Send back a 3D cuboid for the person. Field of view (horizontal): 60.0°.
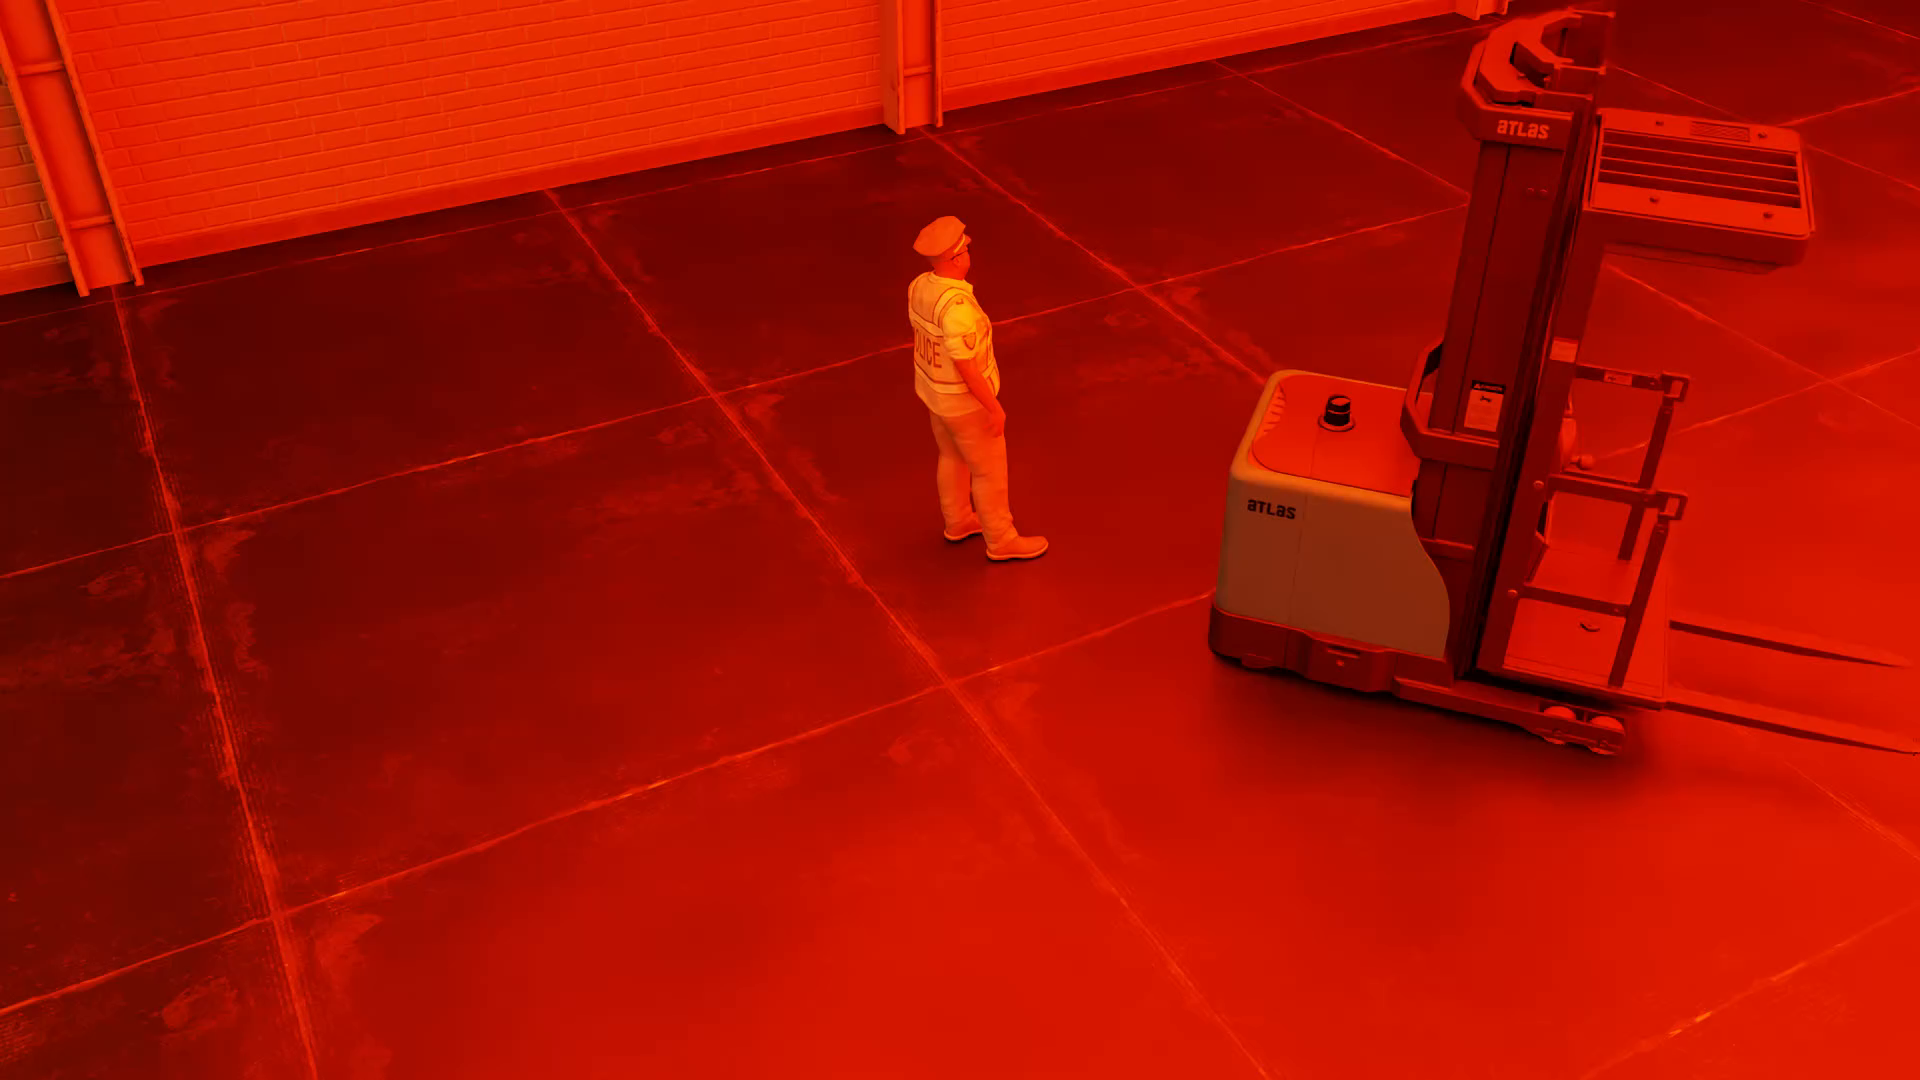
[{"bbox_3d":[0.074,-0.748,8.165,0.575,1.781,0.640,-17,39,-23],"label":"person"}]

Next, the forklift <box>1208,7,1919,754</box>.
[{"bbox_3d":[2.743,-0.601,6.974,3.031,2.935,1.130,12,37,16],"label":"forklift"}]
